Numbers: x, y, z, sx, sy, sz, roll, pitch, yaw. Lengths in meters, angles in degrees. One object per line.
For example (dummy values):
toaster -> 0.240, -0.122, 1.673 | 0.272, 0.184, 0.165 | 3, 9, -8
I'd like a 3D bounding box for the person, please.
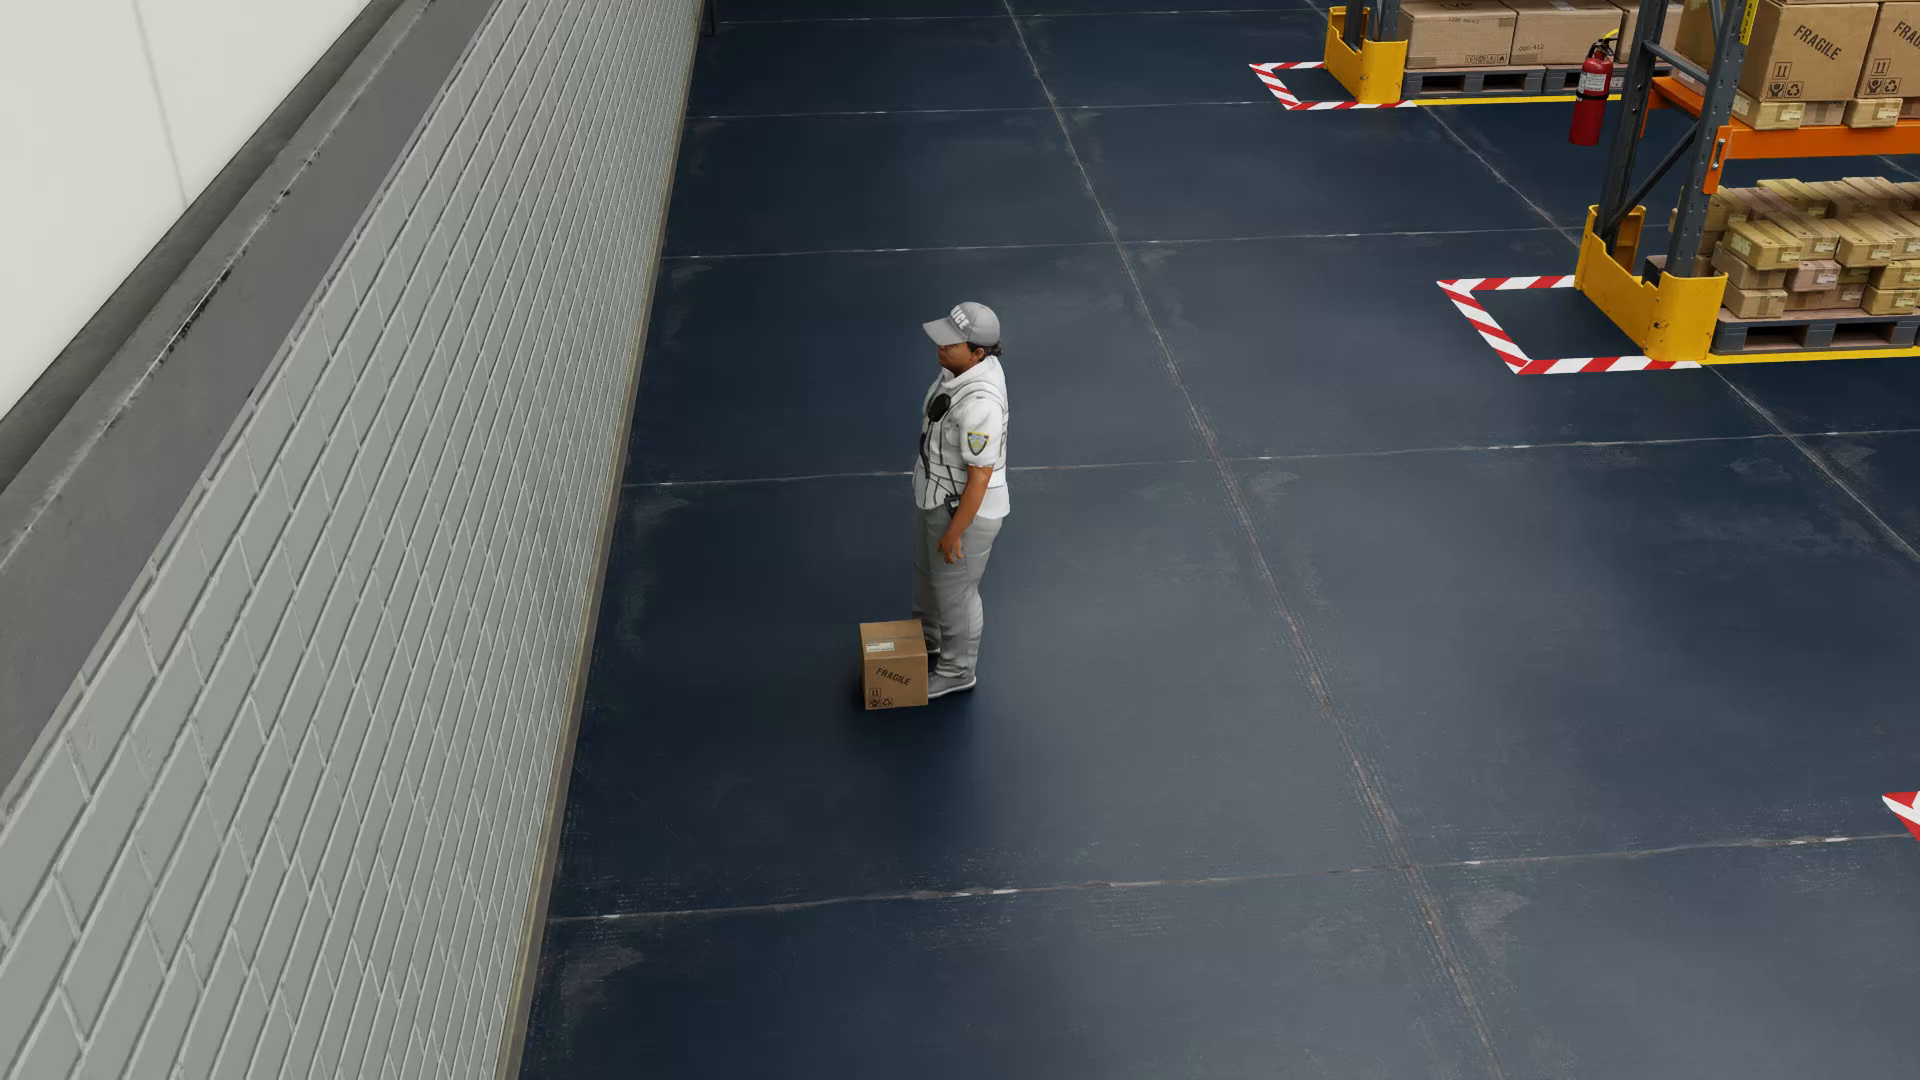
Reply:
person -> -0.084, -0.144, 6.347 | 0.529, 1.671, 0.599 | -3, 31, -4
